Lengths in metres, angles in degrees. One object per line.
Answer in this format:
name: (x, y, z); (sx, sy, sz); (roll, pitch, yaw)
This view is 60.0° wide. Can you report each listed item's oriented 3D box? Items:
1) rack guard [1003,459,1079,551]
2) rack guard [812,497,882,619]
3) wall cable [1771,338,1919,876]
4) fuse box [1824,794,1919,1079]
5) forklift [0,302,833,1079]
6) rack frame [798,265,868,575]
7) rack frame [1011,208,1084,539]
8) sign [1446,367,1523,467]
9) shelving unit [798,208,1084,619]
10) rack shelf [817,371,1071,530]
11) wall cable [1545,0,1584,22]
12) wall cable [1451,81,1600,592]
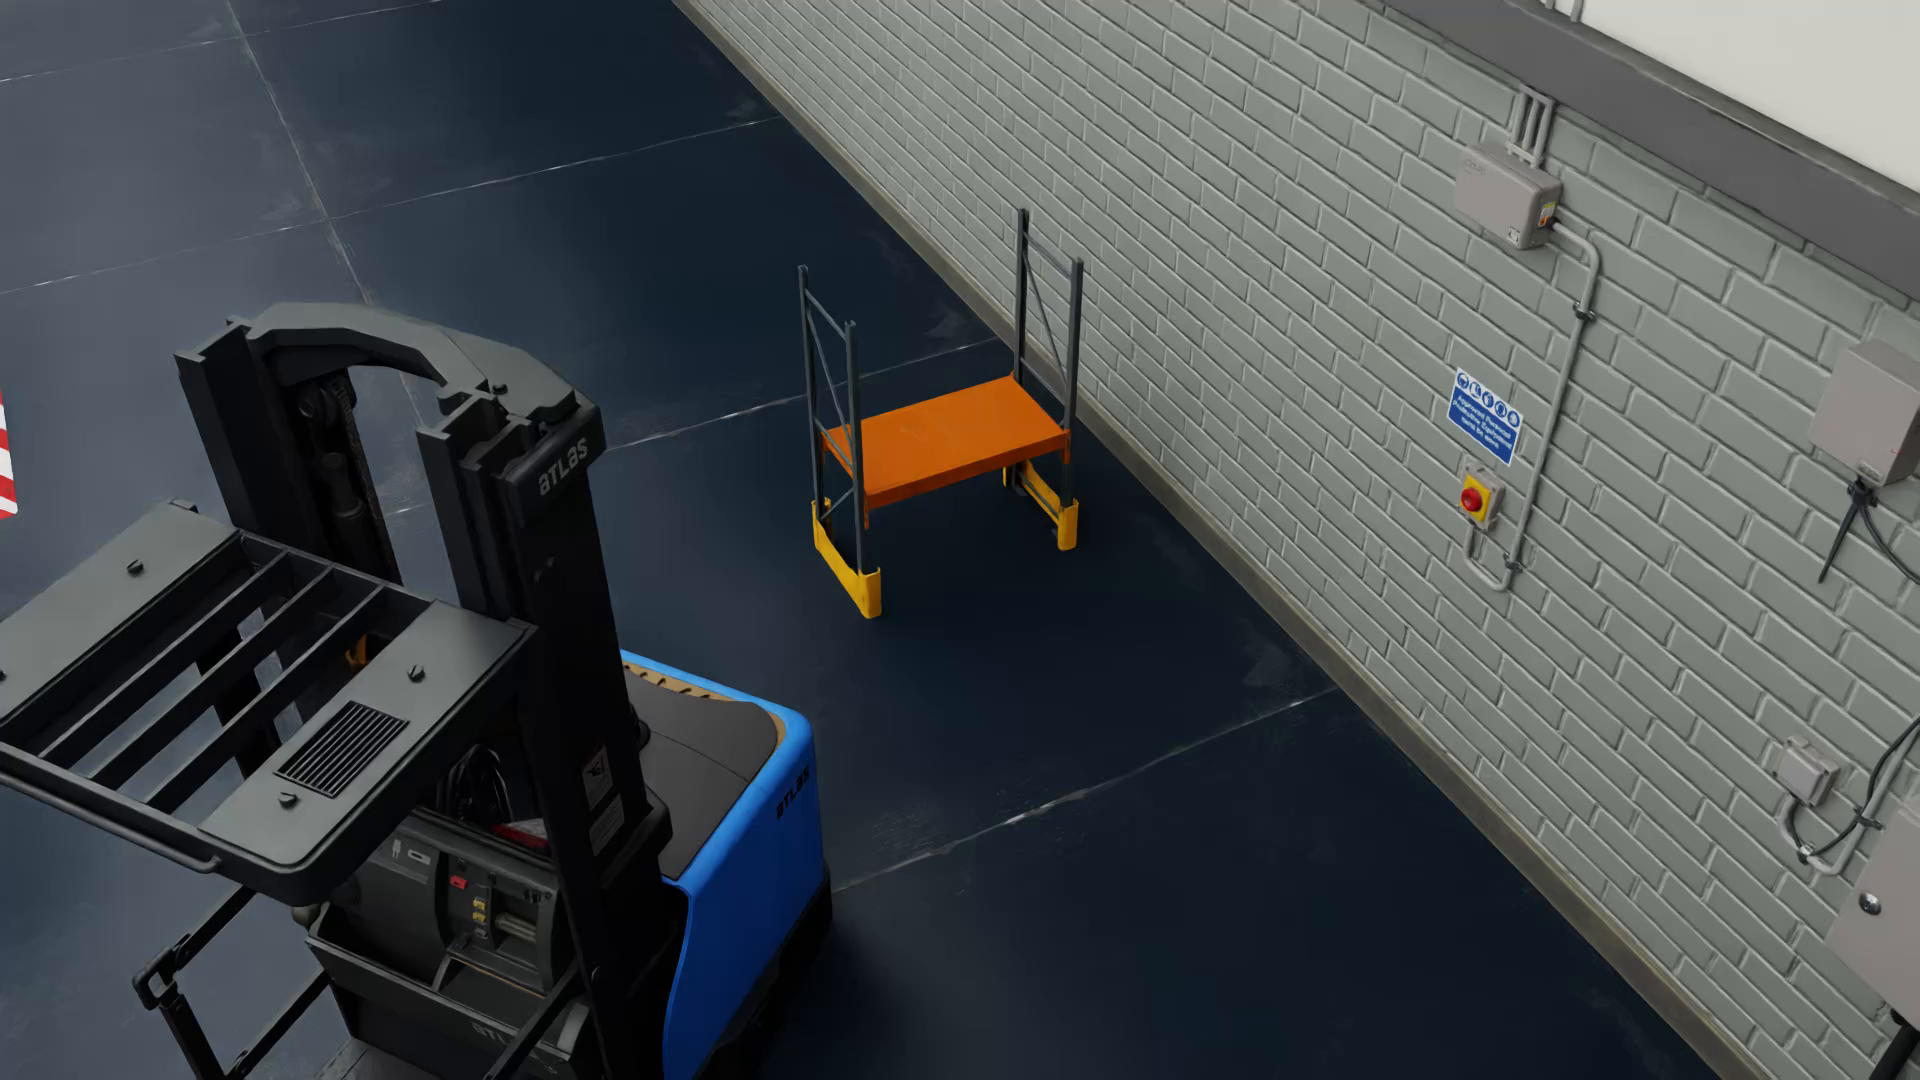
rack guard: (0.374, -0.221, 7.807); (0.087, 0.250, 0.587); (-19, 44, -21)
rack guard: (-0.509, 0.076, 7.456); (0.087, 0.250, 0.587); (-19, 44, -21)
wall cable: (2.431, 0.147, 4.457); (0.122, 1.984, 0.588); (-19, 44, -21)
fuse box: (2.607, 1.464, 4.685); (0.414, 1.711, 0.539); (-19, 44, -21)
forklift: (-1.546, 1.003, 4.285); (1.130, 2.935, 3.031); (17, 43, 19)
rack frame: (-0.527, -0.395, 7.045); (0.032, 1.500, 0.500); (-19, 44, -21)
rack frame: (0.375, -0.699, 7.404); (0.032, 1.500, 0.500); (-19, 44, -21)
sign: (1.798, -0.424, 5.709); (0.001, 0.218, 0.327); (-19, 44, -21)
shelving unit: (-0.068, -0.550, 7.227); (1.083, 1.500, 0.587); (-19, 44, -21)
rack shelf: (-0.076, -0.410, 7.341); (1.000, 0.185, 0.538); (-19, 44, -21)
wall cable: (1.691, -2.727, 3.996); (0.029, 3.000, 0.463); (-19, 44, -21)
wall cable: (1.766, -0.674, 5.403); (0.123, 1.953, 0.585); (-19, 44, -21)
